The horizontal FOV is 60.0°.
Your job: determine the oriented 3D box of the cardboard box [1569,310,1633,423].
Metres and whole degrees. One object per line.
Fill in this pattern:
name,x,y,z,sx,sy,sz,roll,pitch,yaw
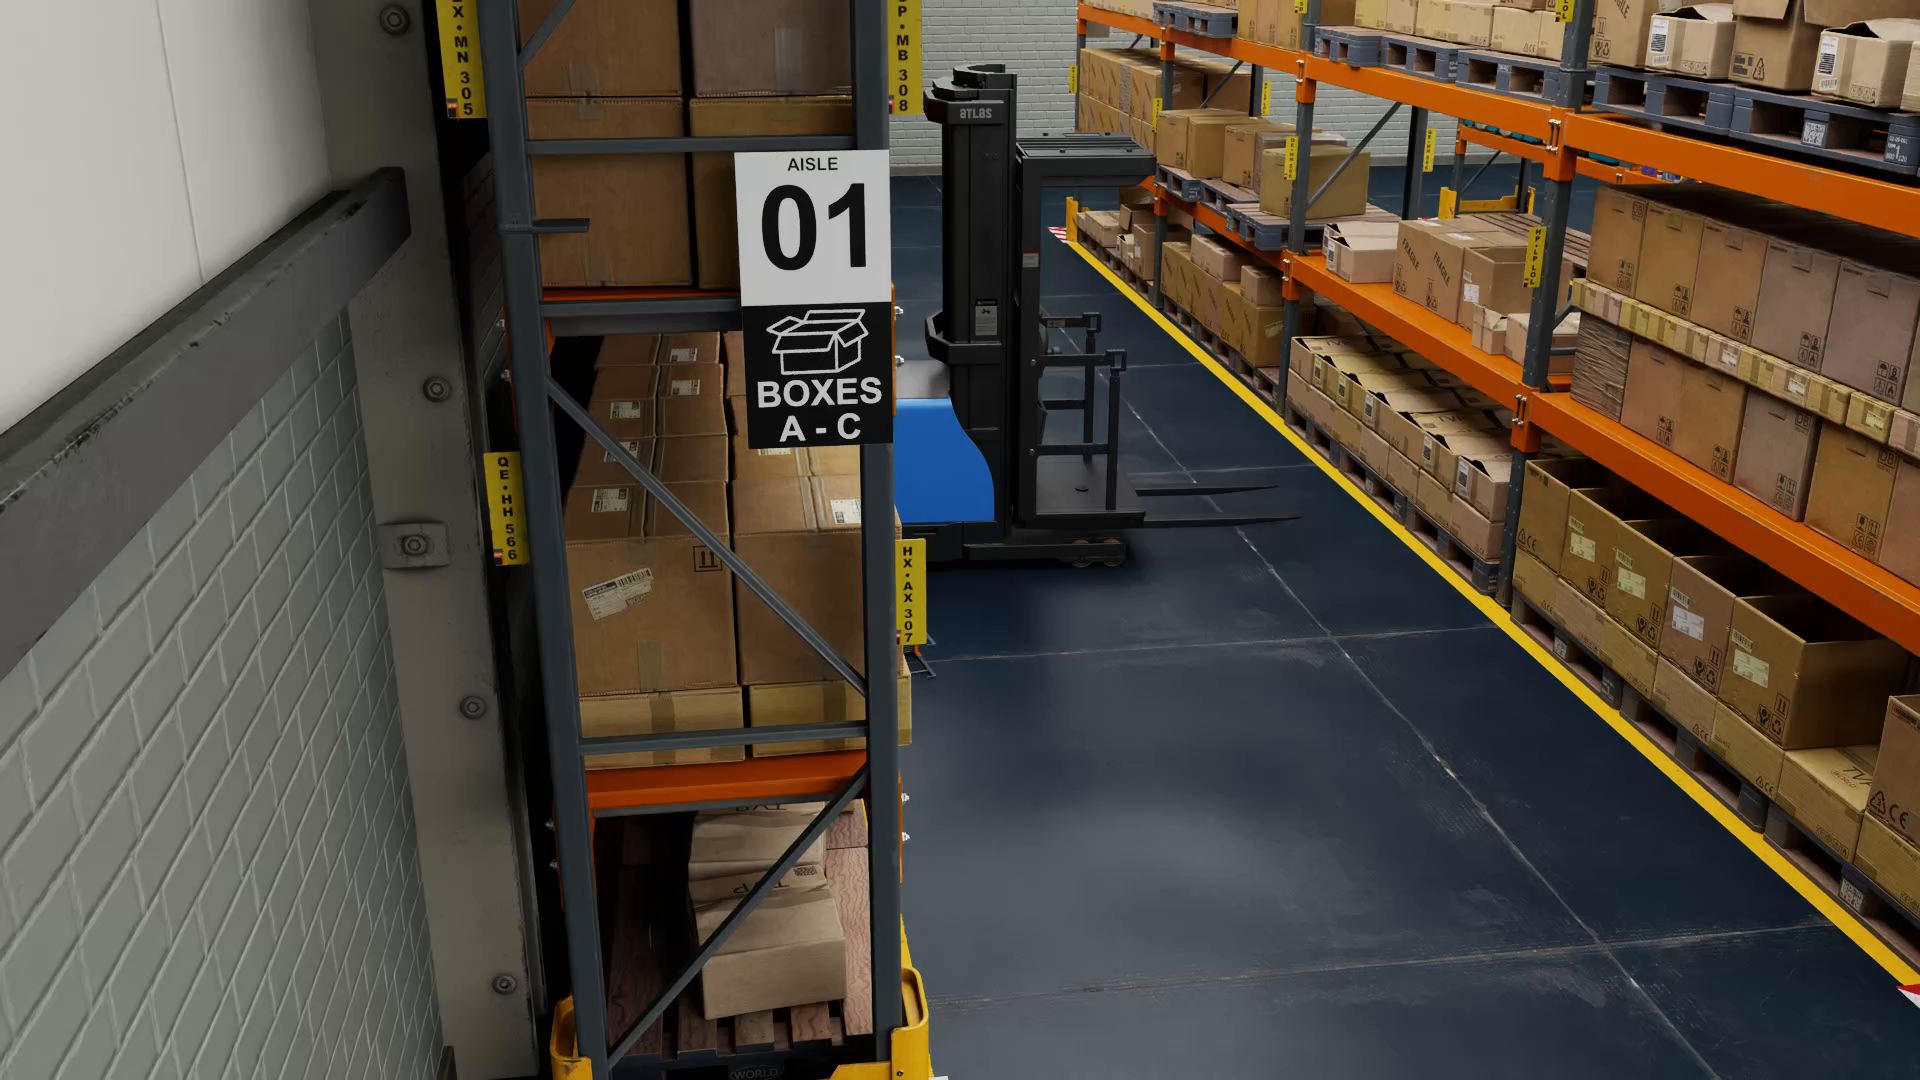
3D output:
cardboard box,3.711,-0.945,8.817,0.700,0.500,0.500,-3,21,-9

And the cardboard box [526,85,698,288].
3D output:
cardboard box,-0.995,-1.009,4.671,0.500,0.500,0.500,-1,21,-4

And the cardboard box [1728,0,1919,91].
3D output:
cardboard box,3.753,-2.191,7.060,0.797,0.503,0.637,-1,20,-2

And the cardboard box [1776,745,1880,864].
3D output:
cardboard box,3.763,1.081,6.863,0.500,0.250,0.500,-3,21,-8

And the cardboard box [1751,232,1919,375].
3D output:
cardboard box,3.928,-1.032,7.194,0.700,0.500,0.500,-3,21,-8

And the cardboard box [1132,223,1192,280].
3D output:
cardboard box,2.124,-3.040,17.511,0.500,0.500,0.500,-3,21,-8

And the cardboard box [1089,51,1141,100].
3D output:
cardboard box,1.796,-5.374,19.246,0.500,0.500,0.500,-3,21,-7

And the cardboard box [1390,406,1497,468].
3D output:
cardboard box,3.147,-0.701,10.835,0.500,0.311,0.500,-3,21,-8

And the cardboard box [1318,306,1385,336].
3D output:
cardboard box,3.281,-1.644,13.774,0.500,0.500,0.500,-2,21,-5

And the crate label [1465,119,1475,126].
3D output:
crate label,6.522,-5.302,20.780,0.416,0.233,0.303,-3,21,-8

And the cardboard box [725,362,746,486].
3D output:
cardboard box,-0.672,-0.415,6.655,0.500,0.500,0.500,-2,21,-6

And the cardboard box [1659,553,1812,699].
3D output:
cardboard box,3.616,0.384,7.659,0.500,0.500,0.500,-3,21,-8

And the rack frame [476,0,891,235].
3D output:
rack frame,-0.685,-2.226,3.814,1.000,3.000,0.127,-3,21,-8

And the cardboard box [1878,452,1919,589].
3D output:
cardboard box,4.082,-0.057,6.440,0.700,0.500,0.500,-2,21,-6

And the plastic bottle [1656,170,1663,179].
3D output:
plastic bottle,7.074,-3.743,16.735,0.097,0.201,0.097,0,20,0

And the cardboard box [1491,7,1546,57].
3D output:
cardboard box,3.479,-2.987,9.754,0.500,0.250,0.500,-5,21,-13

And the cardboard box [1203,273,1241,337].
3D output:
cardboard box,2.541,-2.144,15.114,0.500,0.500,0.500,-4,21,-10

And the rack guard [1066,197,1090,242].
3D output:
rack guard,1.921,-4.009,20.736,1.175,0.500,0.348,-3,21,-8

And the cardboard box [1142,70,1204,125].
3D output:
cardboard box,2.158,-4.499,16.902,0.500,0.500,0.500,-3,21,-7

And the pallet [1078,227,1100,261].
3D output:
pallet,2.037,-3.598,20.047,1.003,0.211,1.213,-3,21,-8

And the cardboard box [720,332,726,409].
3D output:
cardboard box,-1.400,-0.918,8.000,0.500,0.500,0.500,-3,21,-9

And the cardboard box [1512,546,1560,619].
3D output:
cardboard box,3.407,0.216,9.181,0.500,0.250,0.500,-3,21,-8

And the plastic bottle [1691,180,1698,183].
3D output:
plastic bottle,7.148,-3.559,16.126,0.061,0.283,0.133,-3,21,-8

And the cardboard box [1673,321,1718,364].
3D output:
cardboard box,3.636,-0.946,7.891,0.380,0.149,0.250,-4,21,-10

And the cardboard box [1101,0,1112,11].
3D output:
cardboard box,1.866,-6.004,18.431,0.500,0.250,0.500,-3,21,-8

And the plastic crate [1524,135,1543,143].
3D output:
plastic crate,6.756,-4.743,19.281,0.416,0.233,0.300,-3,21,-8

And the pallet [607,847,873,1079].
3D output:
pallet,-0.778,1.581,6.180,1.003,0.211,1.213,-3,21,-8

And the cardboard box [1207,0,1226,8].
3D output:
cardboard box,2.606,-5.109,14.934,0.600,0.600,0.600,-3,21,-8

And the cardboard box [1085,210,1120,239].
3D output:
cardboard box,1.780,-3.749,19.767,0.500,0.250,0.500,-3,21,-8

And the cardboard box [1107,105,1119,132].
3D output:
cardboard box,1.933,-4.561,18.497,0.500,0.500,0.500,-3,21,-7

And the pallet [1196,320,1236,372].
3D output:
pallet,2.821,-1.812,15.266,1.003,0.211,1.213,-3,21,-8

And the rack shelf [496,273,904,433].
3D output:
rack shelf,-0.973,-1.176,6.319,1.077,0.370,4.000,-3,21,-8

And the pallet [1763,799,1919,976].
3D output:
pallet,4.065,1.377,6.728,1.003,0.211,1.213,-3,21,-8

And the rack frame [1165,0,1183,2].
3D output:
rack frame,2.487,-6.632,15.611,1.000,3.000,0.127,-3,21,-8

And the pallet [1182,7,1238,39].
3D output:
pallet,2.664,-4.550,14.594,1.213,0.211,1.003,-3,21,-8

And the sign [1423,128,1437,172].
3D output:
sign,3.612,-3.008,12.828,0.100,0.325,0.005,-3,21,-8

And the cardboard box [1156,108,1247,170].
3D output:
cardboard box,2.334,-3.890,16.100,0.700,0.500,0.500,-10,23,-26

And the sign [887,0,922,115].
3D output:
sign,-0.148,-1.258,4.260,0.100,0.325,0.005,-3,21,-8

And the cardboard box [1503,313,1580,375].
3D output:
cardboard box,3.526,-1.150,9.721,0.500,0.250,0.500,-2,21,-4

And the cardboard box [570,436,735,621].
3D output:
cardboard box,-1.026,-0.033,5.632,0.500,0.500,0.500,-3,21,-7

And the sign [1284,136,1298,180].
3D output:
sign,2.528,-2.911,12.682,0.100,0.325,0.005,-3,21,-8

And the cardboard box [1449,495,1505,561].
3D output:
cardboard box,3.294,-0.089,9.997,0.500,0.250,0.500,-3,21,-8

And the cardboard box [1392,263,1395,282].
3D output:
cardboard box,3.303,-1.880,11.822,0.380,0.149,0.250,-1,21,-4

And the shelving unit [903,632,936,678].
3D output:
shelving unit,-0.434,0.450,9.232,0.258,0.189,1.200,-7,21,-18

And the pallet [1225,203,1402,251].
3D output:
pallet,2.897,-2.578,13.605,1.213,0.211,1.003,-3,21,-8

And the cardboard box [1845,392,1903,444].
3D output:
cardboard box,3.825,-0.497,6.690,0.380,0.149,0.250,-2,21,-6

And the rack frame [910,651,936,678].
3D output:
rack frame,-0.434,0.536,9.263,0.240,0.006,1.200,-7,21,-18

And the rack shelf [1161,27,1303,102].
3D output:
rack shelf,2.775,-4.197,14.408,1.077,0.370,4.000,-3,21,-8

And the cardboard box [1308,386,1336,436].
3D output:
cardboard box,2.922,-0.975,12.369,0.500,0.250,0.500,-3,21,-9

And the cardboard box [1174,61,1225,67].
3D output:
cardboard box,2.549,-4.871,17.898,0.500,0.500,0.500,-4,21,-9

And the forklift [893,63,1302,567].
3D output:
forklift,0.623,-1.389,10.245,3.031,2.935,1.130,-1,21,-4

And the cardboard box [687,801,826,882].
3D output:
cardboard box,-0.777,1.196,6.440,0.500,0.311,0.500,-1,21,-3

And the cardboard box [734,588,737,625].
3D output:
cardboard box,-1.028,0.314,5.774,0.500,0.250,0.500,-2,21,-6

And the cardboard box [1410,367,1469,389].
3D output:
cardboard box,3.534,-1.084,11.861,0.500,0.311,0.500,-3,21,-8
